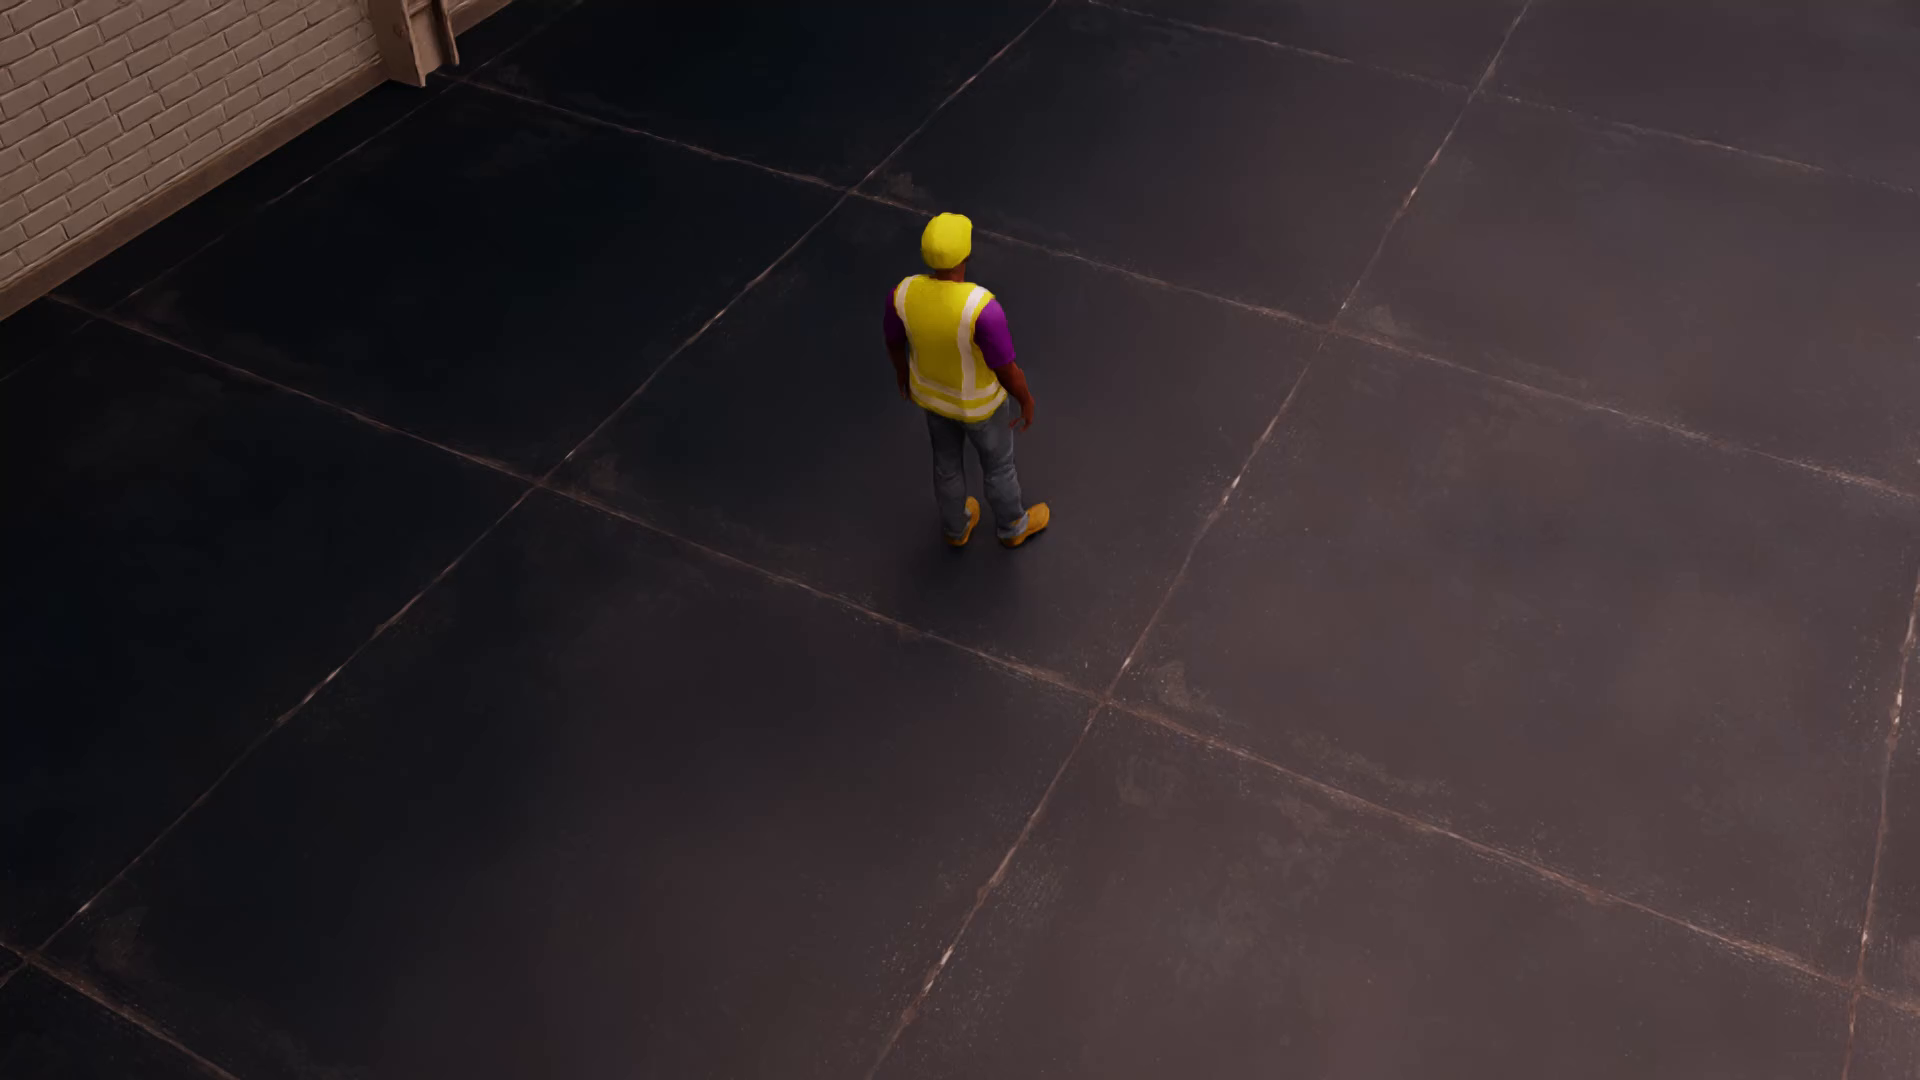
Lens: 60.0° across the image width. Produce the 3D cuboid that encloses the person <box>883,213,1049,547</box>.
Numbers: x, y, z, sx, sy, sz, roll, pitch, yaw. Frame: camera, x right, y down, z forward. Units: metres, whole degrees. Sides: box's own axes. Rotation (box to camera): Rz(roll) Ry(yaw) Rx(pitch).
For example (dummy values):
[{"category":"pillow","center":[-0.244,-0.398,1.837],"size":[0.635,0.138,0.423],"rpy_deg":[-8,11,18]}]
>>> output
[{"category":"person","center":[0.037,-0.689,7.224],"size":[0.665,1.766,0.576],"rpy_deg":[20,47,20]}]
